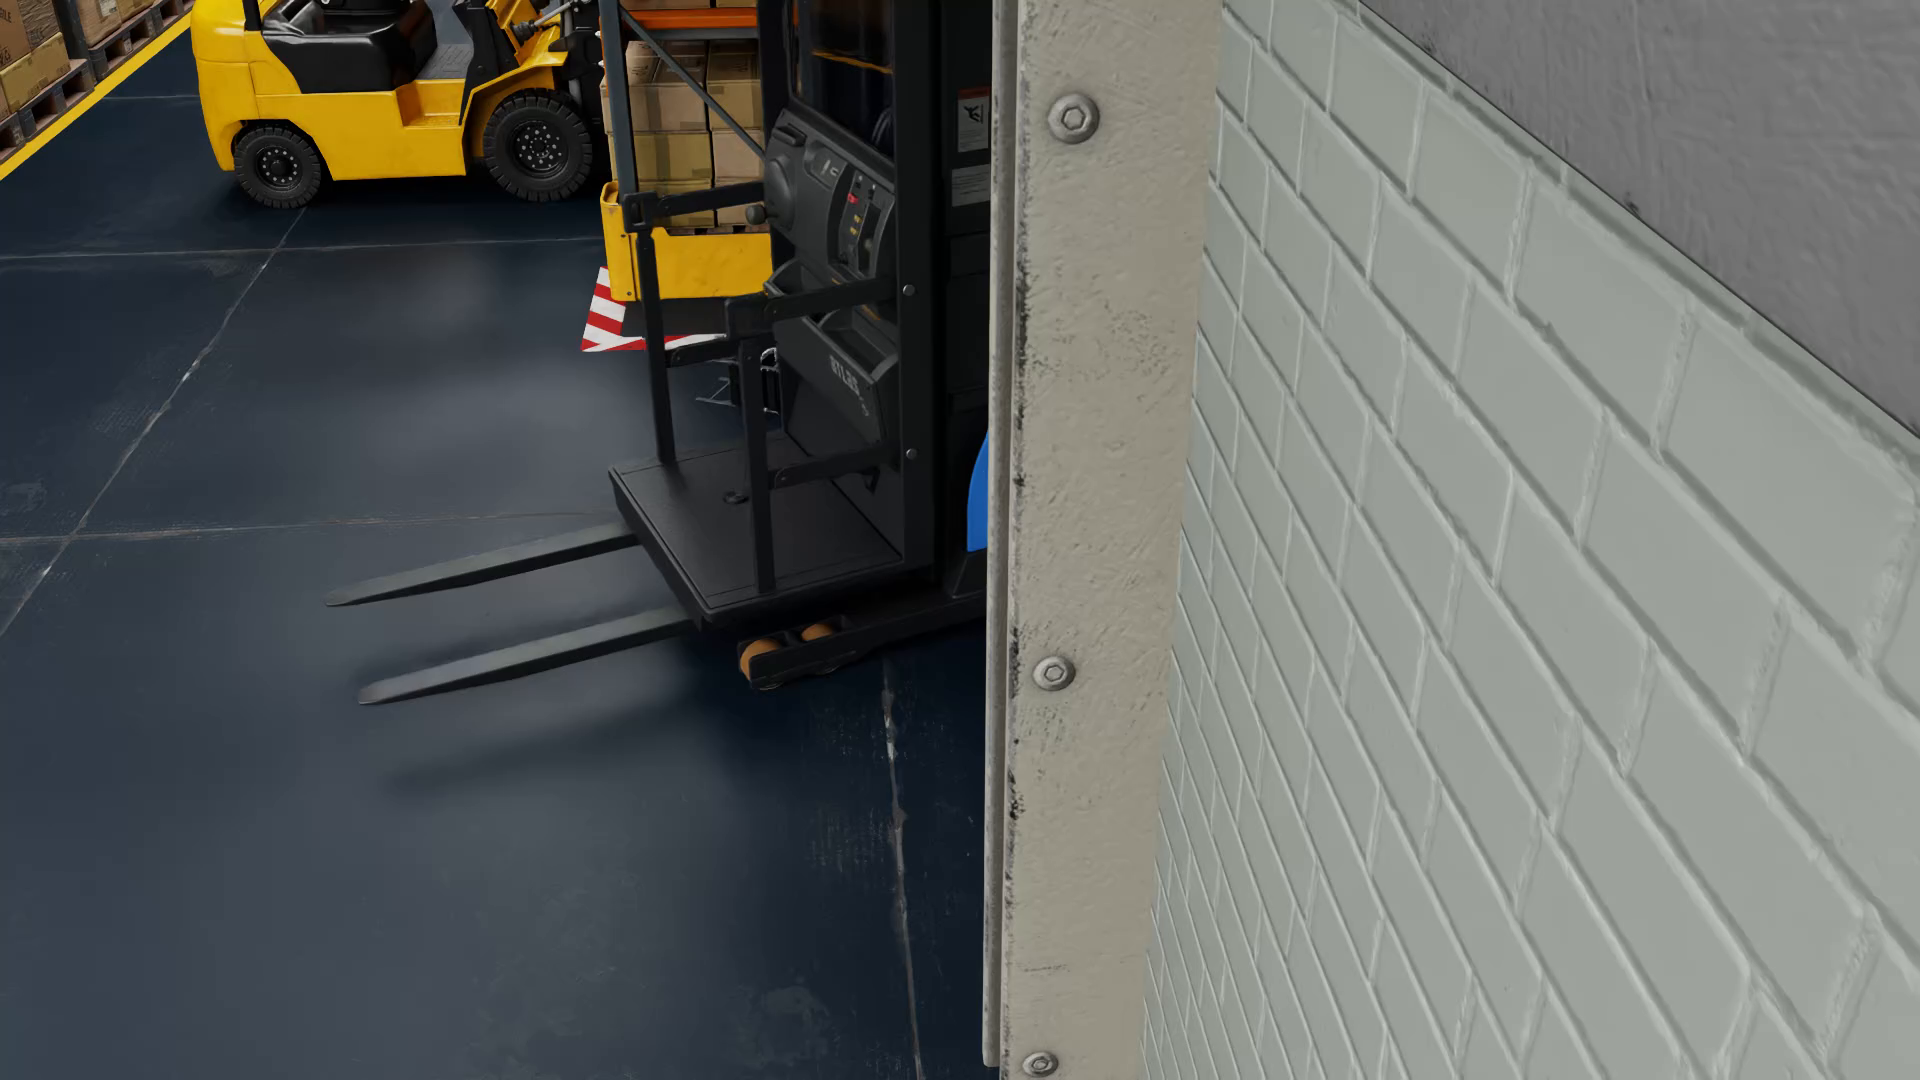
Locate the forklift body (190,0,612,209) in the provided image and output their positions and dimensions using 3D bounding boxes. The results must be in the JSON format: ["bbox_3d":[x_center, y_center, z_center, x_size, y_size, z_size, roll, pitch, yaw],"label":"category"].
[{"bbox_3d":[-3.159,-3.111,9.360,2.313,2.155,1.214,-3,31,-5],"label":"forklift body"}]

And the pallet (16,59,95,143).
[{"bbox_3d":[-6.383,-2.859,10.830,1.003,0.211,1.213,-3,31,-5],"label":"pallet"}]

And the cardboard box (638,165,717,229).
[{"bbox_3d":[-1.524,-1.819,8.642,0.500,0.250,0.500,-3,31,-4],"label":"cardboard box"}]

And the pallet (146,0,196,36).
[{"bbox_3d":[-6.672,-4.221,13.112,1.003,0.211,1.213,-3,31,-5],"label":"pallet"}]

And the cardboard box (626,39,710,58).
[{"bbox_3d":[-1.573,-2.504,8.814,0.500,0.250,0.500,-2,31,-4],"label":"cardboard box"}]

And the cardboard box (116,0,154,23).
[{"bbox_3d":[-6.603,-4.084,12.314,0.950,0.372,0.625,-1,31,-1],"label":"cardboard box"}]

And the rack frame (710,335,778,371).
[{"bbox_3d":[-0.698,-0.770,7.129,0.900,0.006,0.240,10,32,18],"label":"rack frame"}]

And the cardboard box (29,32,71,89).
[{"bbox_3d":[-6.158,-3.108,10.800,0.500,0.250,0.500,-1,31,-2],"label":"cardboard box"}]

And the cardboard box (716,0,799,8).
[{"bbox_3d":[-0.935,-2.904,8.088,0.500,0.500,0.500,-2,31,-3],"label":"cardboard box"}]

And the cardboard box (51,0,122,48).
[{"bbox_3d":[-6.532,-3.717,11.700,0.950,0.372,0.625,-2,31,-4],"label":"cardboard box"}]

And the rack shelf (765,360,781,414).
[{"bbox_3d":[-0.750,-0.692,7.198,0.077,0.200,0.258,10,32,18],"label":"rack shelf"}]

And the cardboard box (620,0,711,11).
[{"bbox_3d":[-1.473,-2.876,8.042,0.500,0.500,0.500,-3,31,-6],"label":"cardboard box"}]

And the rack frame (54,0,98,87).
[{"bbox_3d":[-6.481,-4.397,10.686,1.000,3.000,0.127,-3,31,-5],"label":"rack frame"}]

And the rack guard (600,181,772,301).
[{"bbox_3d":[-1.163,-1.509,8.289,1.175,0.500,0.348,-3,31,-5],"label":"rack guard"}]

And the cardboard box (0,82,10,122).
[{"bbox_3d":[-6.055,-2.576,9.910,0.500,0.250,0.500,-2,31,-4],"label":"cardboard box"}]

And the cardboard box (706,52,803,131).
[{"bbox_3d":[-1.022,-2.278,8.435,0.500,0.250,0.500,-3,31,-5],"label":"cardboard box"}]

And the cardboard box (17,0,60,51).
[{"bbox_3d":[-6.158,-3.429,10.607,0.500,0.500,0.500,-3,31,-5],"label":"cardboard box"}]

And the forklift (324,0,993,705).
[{"bbox_3d":[-0.605,-1.078,5.197,3.031,2.935,1.130,-15,34,-23],"label":"forklift"}]

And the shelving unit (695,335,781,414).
[{"bbox_3d":[-0.697,-0.683,7.181,0.900,0.210,0.258,10,32,18],"label":"shelving unit"}]

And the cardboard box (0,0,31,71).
[{"bbox_3d":[-6.109,-3.170,10.172,0.500,0.500,0.500,-2,31,-4],"label":"cardboard box"}]

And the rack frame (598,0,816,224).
[{"bbox_3d":[-1.165,-2.594,7.668,1.000,3.000,0.127,-3,31,-5],"label":"rack frame"}]

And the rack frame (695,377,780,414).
[{"bbox_3d":[-0.696,-0.595,7.232,0.900,0.006,0.240,10,32,18],"label":"rack frame"}]

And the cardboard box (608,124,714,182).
[{"bbox_3d":[-1.522,-2.042,8.528,0.500,0.250,0.500,-3,31,-5],"label":"cardboard box"}]

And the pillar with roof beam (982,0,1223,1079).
[{"bbox_3d":[-4.059,-2.299,1.323,9.100,9.000,0.400,-3,31,-5],"label":"pillar with roof beam"}]

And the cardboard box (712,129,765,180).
[{"bbox_3d":[-1.003,-2.059,8.556,0.500,0.250,0.500,-2,31,-4],"label":"cardboard box"}]

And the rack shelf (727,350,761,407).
[{"bbox_3d":[-0.919,-0.723,7.253,0.077,0.200,0.258,10,32,18],"label":"rack shelf"}]

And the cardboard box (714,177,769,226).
[{"bbox_3d":[-1.017,-1.854,8.701,0.500,0.250,0.500,-3,31,-4],"label":"cardboard box"}]

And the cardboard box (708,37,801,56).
[{"bbox_3d":[-1.072,-2.533,8.862,0.500,0.250,0.500,-3,31,-5],"label":"cardboard box"}]

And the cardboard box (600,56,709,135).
[{"bbox_3d":[-1.519,-2.244,8.378,0.500,0.250,0.500,-2,31,-3],"label":"cardboard box"}]

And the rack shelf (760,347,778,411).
[{"bbox_3d":[-0.834,-0.708,7.225,0.077,0.200,0.258,10,32,18],"label":"rack shelf"}]

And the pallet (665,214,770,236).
[{"bbox_3d":[-1.279,-1.786,9.034,1.003,0.211,1.213,-3,31,-5],"label":"pallet"}]

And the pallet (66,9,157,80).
[{"bbox_3d":[-6.555,-3.597,12.066,1.003,0.211,1.213,-3,31,-5],"label":"pallet"}]

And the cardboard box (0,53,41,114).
[{"bbox_3d":[-6.098,-2.836,10.345,0.500,0.250,0.500,-4,31,-6],"label":"cardboard box"}]

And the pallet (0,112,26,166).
[{"bbox_3d":[-6.266,-2.234,9.785,1.003,0.211,1.213,-3,31,-5],"label":"pallet"}]

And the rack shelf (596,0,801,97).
[{"bbox_3d":[-1.352,-3.307,9.562,1.077,0.370,4.000,-3,31,-5],"label":"rack shelf"}]
